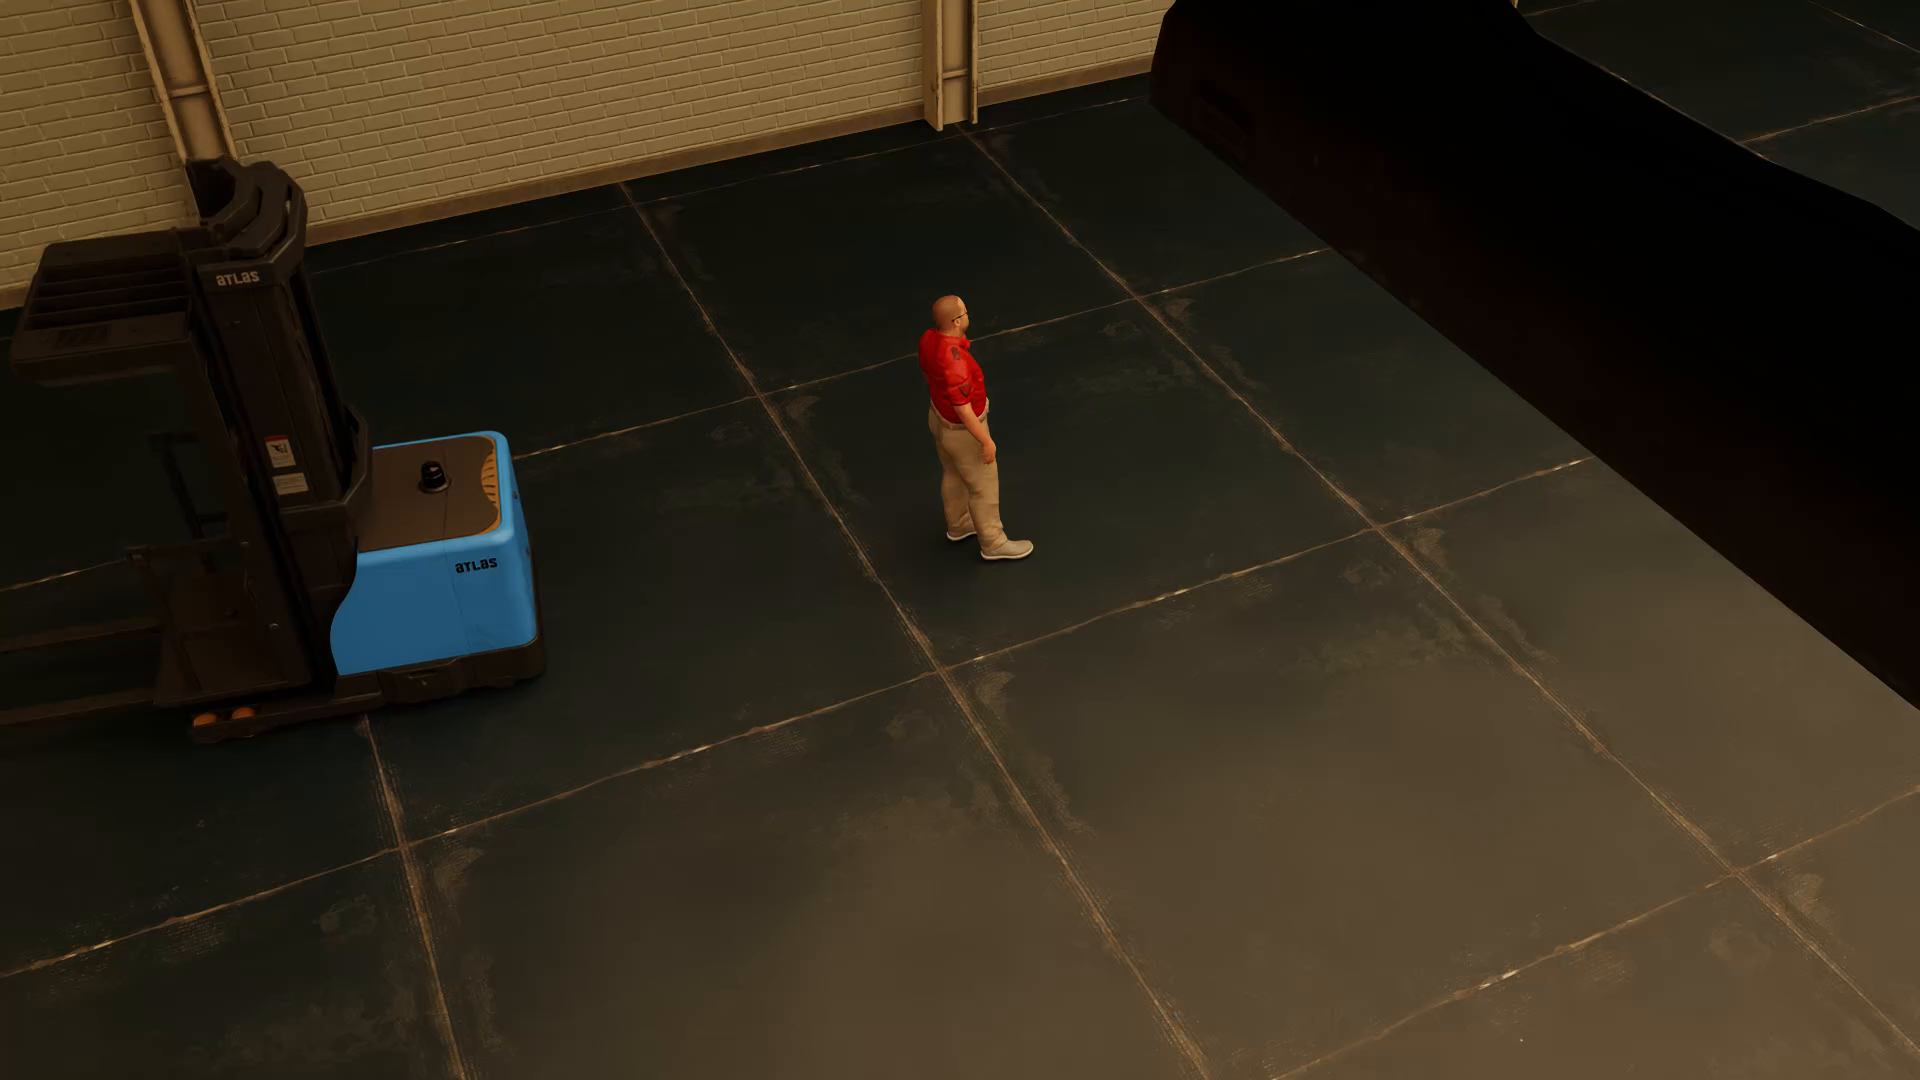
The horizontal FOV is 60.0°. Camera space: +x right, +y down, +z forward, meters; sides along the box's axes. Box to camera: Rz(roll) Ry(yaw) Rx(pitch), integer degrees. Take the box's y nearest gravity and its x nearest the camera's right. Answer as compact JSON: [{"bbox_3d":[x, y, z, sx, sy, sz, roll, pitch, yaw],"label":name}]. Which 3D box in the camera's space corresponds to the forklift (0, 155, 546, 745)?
[{"bbox_3d":[-3.903,-0.399,8.495,3.031,2.935,1.130,-9,41,-11],"label":"forklift"}]

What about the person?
[{"bbox_3d":[0.086,-0.686,9.766,0.551,1.727,0.640,-17,43,-19],"label":"person"}]
